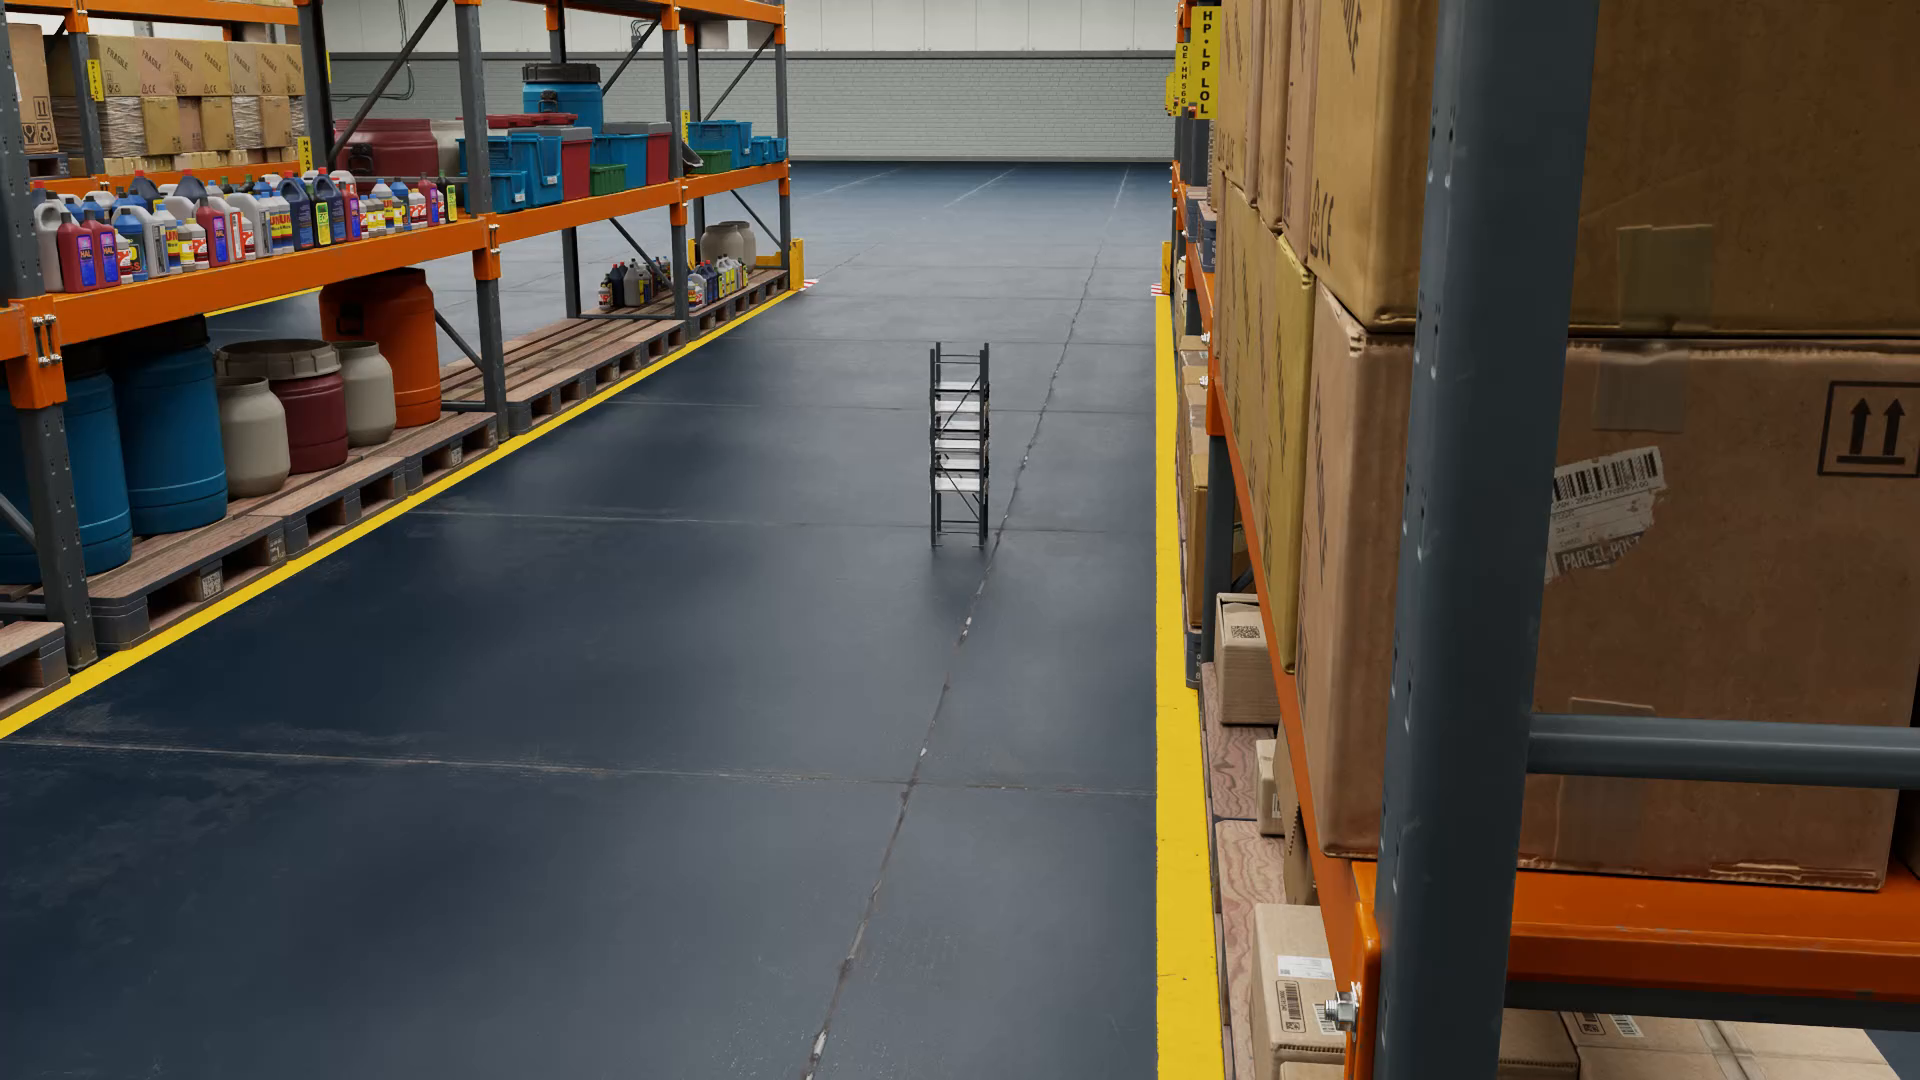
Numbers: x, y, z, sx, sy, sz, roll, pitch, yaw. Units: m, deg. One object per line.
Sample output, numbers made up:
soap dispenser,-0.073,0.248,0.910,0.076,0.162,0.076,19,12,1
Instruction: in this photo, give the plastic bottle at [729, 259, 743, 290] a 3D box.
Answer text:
plastic bottle,-2.101,-2.463,15.398,0.152,0.276,0.135,2,15,7

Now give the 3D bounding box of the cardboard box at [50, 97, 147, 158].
cardboard box,-7.534,-3.534,14.224,0.875,0.500,0.500,2,15,6

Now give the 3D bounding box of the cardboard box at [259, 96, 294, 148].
cardboard box,-7.222,-4.182,16.619,0.875,0.500,0.500,2,15,6

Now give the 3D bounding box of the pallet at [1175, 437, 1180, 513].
pallet,1.623,-0.359,8.584,1.003,0.211,1.213,2,15,6

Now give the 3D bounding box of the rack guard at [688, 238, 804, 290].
rack guard,-2.236,-2.891,17.397,1.175,0.500,0.348,2,15,6

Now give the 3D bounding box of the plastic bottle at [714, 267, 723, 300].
plastic bottle,-2.141,-2.270,14.673,0.061,0.283,0.133,2,15,9

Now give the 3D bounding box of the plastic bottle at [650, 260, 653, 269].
plastic bottle,-2.838,-2.438,15.317,0.097,0.271,0.097,0,15,0

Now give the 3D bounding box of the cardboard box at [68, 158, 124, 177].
cardboard box,-7.324,-3.153,14.057,0.380,0.149,0.250,2,15,6

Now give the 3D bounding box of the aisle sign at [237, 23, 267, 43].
aisle sign,-7.486,-5.545,17.441,0.394,0.787,0.004,2,15,6

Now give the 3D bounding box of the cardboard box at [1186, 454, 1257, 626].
cardboard box,1.064,-0.002,5.869,0.500,0.500,0.500,2,15,6

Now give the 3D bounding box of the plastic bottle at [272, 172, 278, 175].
plastic bottle,-3.629,-1.801,8.800,0.061,0.283,0.133,2,15,6

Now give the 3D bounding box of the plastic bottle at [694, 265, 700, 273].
plastic bottle,-2.303,-2.333,14.920,0.152,0.276,0.135,2,15,6

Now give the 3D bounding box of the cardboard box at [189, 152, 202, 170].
cardboard box,-7.207,-3.478,15.259,0.380,0.149,0.250,2,15,6

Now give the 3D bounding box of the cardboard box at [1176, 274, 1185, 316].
cardboard box,1.783,-1.717,11.654,0.500,0.311,0.500,1,15,4

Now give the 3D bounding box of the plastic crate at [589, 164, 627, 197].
plastic crate,-2.641,-2.519,11.638,0.450,0.188,0.662,2,15,6

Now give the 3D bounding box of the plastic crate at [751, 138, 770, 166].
plastic crate,-2.112,-3.740,16.033,0.499,0.251,0.408,2,15,6

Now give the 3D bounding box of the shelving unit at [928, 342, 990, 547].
shelving unit,-0.001,-0.432,7.537,0.258,0.900,0.210,2,15,6

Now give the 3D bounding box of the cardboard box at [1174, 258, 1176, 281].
cardboard box,2.313,-2.585,15.939,0.500,0.250,0.500,2,15,6

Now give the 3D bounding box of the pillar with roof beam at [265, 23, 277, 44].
pillar with roof beam,-15.286,-15.098,46.258,9.100,9.000,0.400,2,15,6

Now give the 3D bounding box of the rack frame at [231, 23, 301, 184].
rack frame,-7.195,-4.265,17.688,1.000,3.000,0.127,2,15,6

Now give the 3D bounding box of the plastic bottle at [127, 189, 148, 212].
plastic bottle,-3.704,-1.441,7.490,0.097,0.271,0.097,0,15,0

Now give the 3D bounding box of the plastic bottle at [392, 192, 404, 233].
plastic bottle,-2.889,-1.666,8.456,0.097,0.201,0.097,0,15,0

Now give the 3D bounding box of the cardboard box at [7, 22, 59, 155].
cardboard box,-7.875,-3.518,12.971,1.000,1.000,1.000,2,15,7

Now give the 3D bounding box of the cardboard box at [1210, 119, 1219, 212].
cardboard box,1.431,-1.571,6.729,0.700,0.500,0.500,-2,15,-8

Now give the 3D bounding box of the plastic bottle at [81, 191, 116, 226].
plastic bottle,-3.765,-1.379,7.253,0.152,0.276,0.135,2,15,6

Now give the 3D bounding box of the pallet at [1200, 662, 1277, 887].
pallet,1.215,0.664,4.801,1.003,0.211,1.213,2,15,6

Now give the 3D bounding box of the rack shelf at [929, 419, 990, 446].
rack shelf,-0.001,-0.487,7.522,0.258,0.077,0.200,2,15,6

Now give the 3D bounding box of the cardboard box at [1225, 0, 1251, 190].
cardboard box,0.844,-1.010,3.542,0.500,0.500,0.500,1,15,5

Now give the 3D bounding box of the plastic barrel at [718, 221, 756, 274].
plastic barrel,-2.272,-2.948,16.779,0.421,0.512,0.421,0,15,0

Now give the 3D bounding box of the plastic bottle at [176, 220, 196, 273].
plastic bottle,-3.105,-1.169,6.619,0.097,0.201,0.097,0,15,0

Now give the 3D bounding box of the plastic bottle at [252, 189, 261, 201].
plastic bottle,-3.148,-1.438,7.479,0.097,0.271,0.097,0,15,0

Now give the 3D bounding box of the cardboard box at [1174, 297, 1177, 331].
cardboard box,1.904,-1.713,12.713,0.500,0.250,0.500,1,15,5

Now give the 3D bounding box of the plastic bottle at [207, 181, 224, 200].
plastic bottle,-3.680,-1.636,8.211,0.097,0.271,0.097,0,15,0

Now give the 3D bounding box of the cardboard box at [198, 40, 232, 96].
cardboard box,-7.186,-4.401,15.513,0.500,0.500,0.500,2,15,6

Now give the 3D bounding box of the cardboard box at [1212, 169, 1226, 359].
cardboard box,0.965,-0.784,4.623,0.500,0.500,0.500,2,15,8

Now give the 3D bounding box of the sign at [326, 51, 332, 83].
sign,-6.646,-4.955,17.416,0.100,0.325,0.005,2,15,6

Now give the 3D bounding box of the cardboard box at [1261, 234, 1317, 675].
cardboard box,0.677,-0.129,2.203,0.500,0.500,0.500,2,15,7

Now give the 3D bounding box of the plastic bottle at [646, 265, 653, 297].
plastic bottle,-2.776,-2.295,14.765,0.061,0.283,0.133,2,15,6

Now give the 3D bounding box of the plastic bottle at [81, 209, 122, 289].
plastic bottle,-3.148,-1.067,6.087,0.061,0.283,0.133,2,15,6

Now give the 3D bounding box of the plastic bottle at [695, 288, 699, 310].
plastic bottle,-2.242,-2.039,13.975,0.097,0.201,0.097,0,15,0

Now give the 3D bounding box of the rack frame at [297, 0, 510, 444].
rack frame,-3.177,-2.044,9.475,1.000,3.000,0.127,2,15,6

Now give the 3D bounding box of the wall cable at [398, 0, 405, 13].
wall cable,-15.229,-16.809,48.860,3.097,2.526,0.112,2,15,6

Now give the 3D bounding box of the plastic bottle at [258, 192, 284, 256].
plastic bottle,-3.026,-1.383,7.276,0.097,0.271,0.097,0,15,0

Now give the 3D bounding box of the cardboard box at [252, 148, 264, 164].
cardboard box,-7.141,-3.804,16.466,0.380,0.149,0.250,2,15,6

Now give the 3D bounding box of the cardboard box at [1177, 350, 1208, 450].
cardboard box,1.356,-0.657,8.293,0.500,0.500,0.500,1,15,4

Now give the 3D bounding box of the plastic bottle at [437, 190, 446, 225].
plastic bottle,-2.830,-1.801,8.958,0.097,0.201,0.097,0,15,0

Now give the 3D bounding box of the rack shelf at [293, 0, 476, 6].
rack shelf,-3.402,-2.626,7.259,1.077,0.370,4.000,2,15,6

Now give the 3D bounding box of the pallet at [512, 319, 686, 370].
pallet,-2.775,-1.531,12.918,1.003,0.211,1.213,2,15,6

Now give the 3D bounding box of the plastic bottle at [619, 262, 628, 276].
plastic bottle,-2.917,-2.240,14.433,0.144,0.351,0.185,1,15,3

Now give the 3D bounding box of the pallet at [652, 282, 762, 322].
pallet,-2.473,-2.226,15.489,1.003,0.211,1.213,2,15,6

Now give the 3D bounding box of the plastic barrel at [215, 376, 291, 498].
plastic barrel,-3.317,-0.477,7.639,0.421,0.512,0.421,0,15,0

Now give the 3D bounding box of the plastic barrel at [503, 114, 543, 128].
plastic barrel,-3.134,-2.715,11.697,0.433,0.535,0.433,0,15,0

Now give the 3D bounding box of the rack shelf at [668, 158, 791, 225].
rack shelf,-2.500,-3.253,15.324,1.077,0.370,4.000,2,15,6

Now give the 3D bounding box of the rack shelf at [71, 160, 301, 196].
rack shelf,-7.421,-3.399,15.863,1.077,0.370,4.000,2,15,6

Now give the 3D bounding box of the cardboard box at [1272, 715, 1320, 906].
cardboard box,1.086,0.620,3.561,0.797,0.503,0.637,2,15,6
